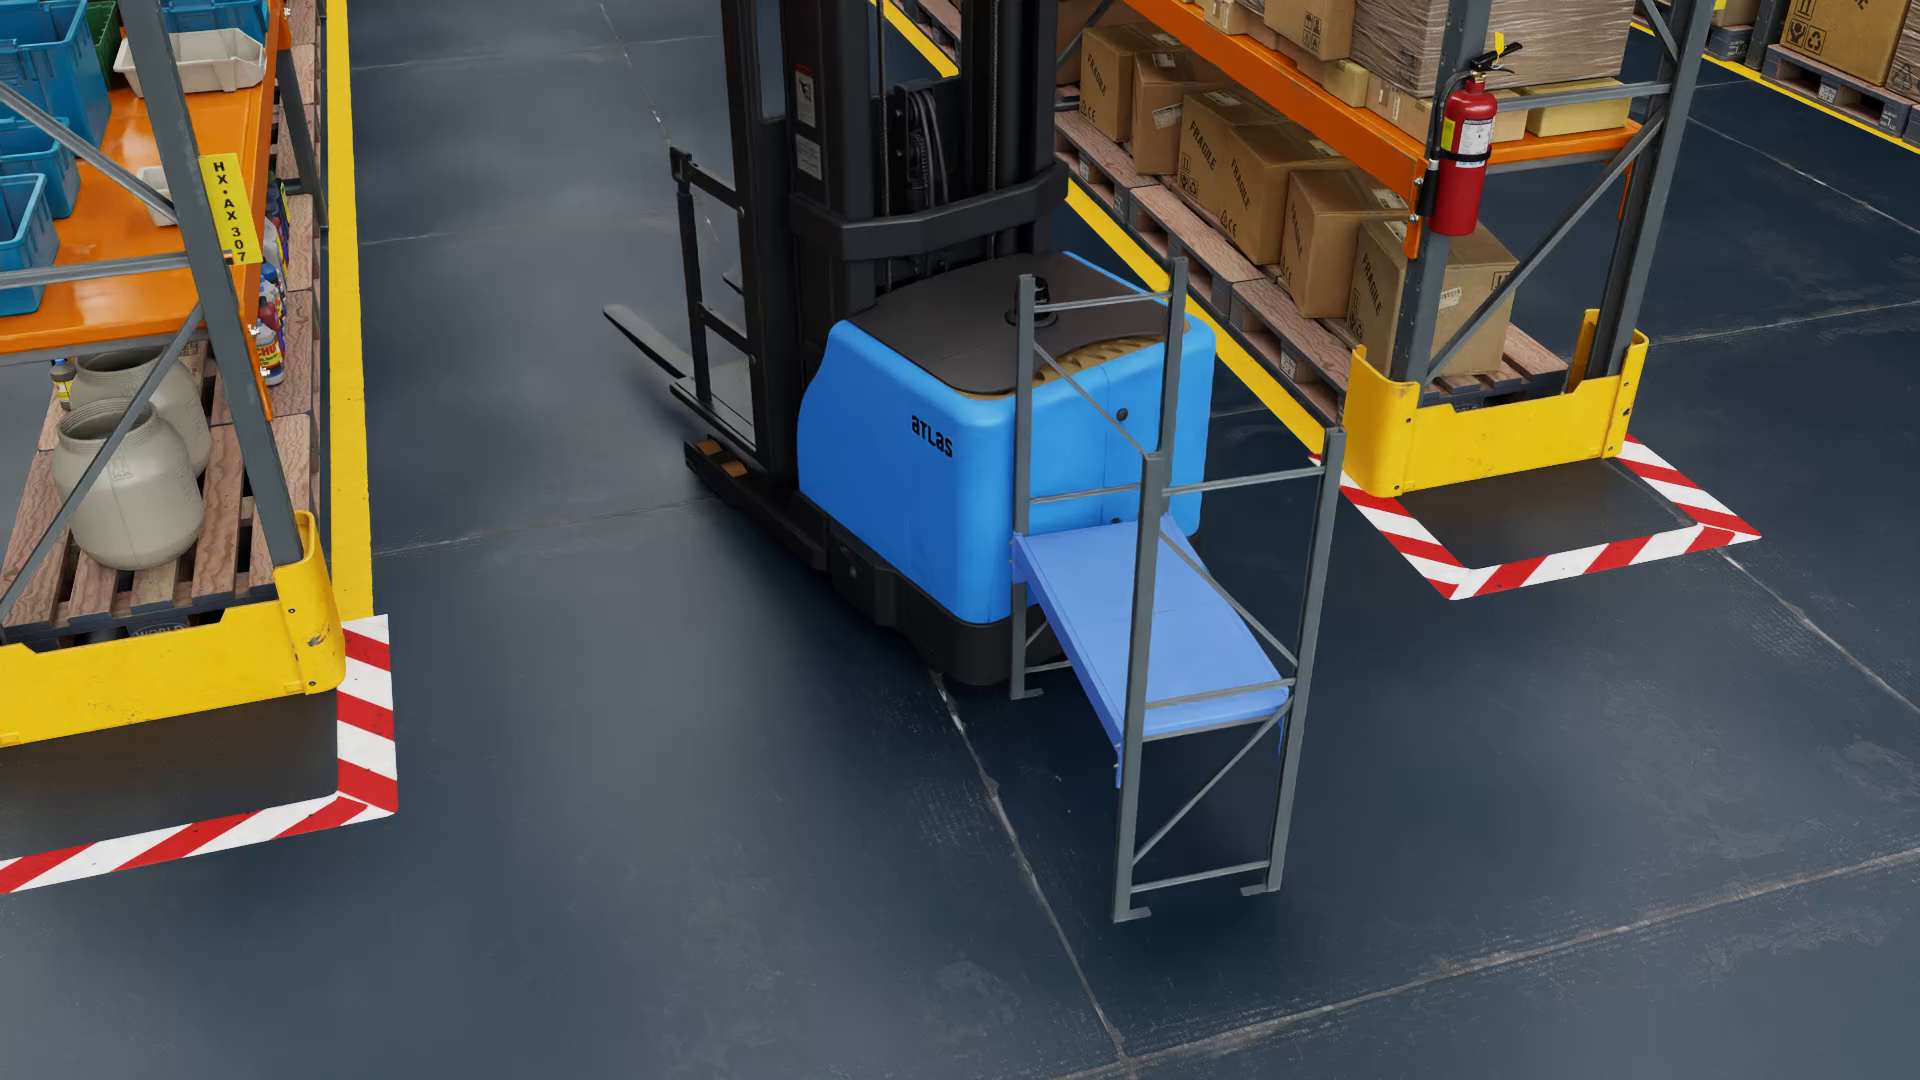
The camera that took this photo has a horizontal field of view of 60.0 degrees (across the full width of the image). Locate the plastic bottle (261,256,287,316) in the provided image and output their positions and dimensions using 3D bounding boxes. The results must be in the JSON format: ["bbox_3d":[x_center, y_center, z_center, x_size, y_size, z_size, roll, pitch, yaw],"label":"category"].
[{"bbox_3d":[-3.031,-1.112,7.287,0.097,0.271,0.097,0,33,0],"label":"plastic bottle"}]

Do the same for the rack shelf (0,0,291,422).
[{"bbox_3d":[-3.188,-1.473,6.411,1.077,0.370,4.000,-10,35,-15],"label":"rack shelf"}]

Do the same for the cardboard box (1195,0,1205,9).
[{"bbox_3d":[1.288,-2.479,7.509,0.380,0.149,0.250,-10,35,-15],"label":"cardboard box"}]

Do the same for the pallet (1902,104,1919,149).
[{"bbox_3d":[6.206,-2.220,9.418,1.003,0.211,1.213,-10,35,-15],"label":"pallet"}]

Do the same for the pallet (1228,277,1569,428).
[{"bbox_3d":[1.901,-0.865,7.368,1.003,0.211,1.213,-10,35,-15],"label":"pallet"}]

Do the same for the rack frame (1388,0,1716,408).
[{"bbox_3d":[2.139,-1.556,5.884,1.000,3.000,0.127,-10,35,-15],"label":"rack frame"}]

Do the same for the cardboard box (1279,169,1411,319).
[{"bbox_3d":[1.749,-1.327,7.424,0.500,0.500,0.500,-1,33,-2],"label":"cardboard box"}]

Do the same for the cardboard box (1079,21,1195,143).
[{"bbox_3d":[1.003,-2.572,9.307,0.500,0.500,0.500,-11,35,-16],"label":"cardboard box"}]

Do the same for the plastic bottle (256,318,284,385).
[{"bbox_3d":[-2.834,-0.773,6.774,0.097,0.271,0.097,0,33,0],"label":"plastic bottle"}]

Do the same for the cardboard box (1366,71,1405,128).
[{"bbox_3d":[1.780,-1.697,6.326,0.380,0.149,0.250,-10,35,-15],"label":"cardboard box"}]

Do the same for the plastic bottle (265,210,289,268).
[{"bbox_3d":[-3.179,-1.405,7.720,0.061,0.283,0.133,-8,34,-12],"label":"plastic bottle"}]

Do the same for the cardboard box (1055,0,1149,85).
[{"bbox_3d":[0.752,-3.123,10.123,0.700,0.500,0.500,-13,36,-18],"label":"cardboard box"}]

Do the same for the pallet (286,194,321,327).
[{"bbox_3d":[-3.633,-1.300,8.026,1.003,0.211,1.213,-10,35,-15],"label":"pallet"}]

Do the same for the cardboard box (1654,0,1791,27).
[{"bbox_3d":[5.398,-3.985,11.219,1.050,0.750,0.750,-10,35,-15],"label":"cardboard box"}]

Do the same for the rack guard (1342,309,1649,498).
[{"bbox_3d":[2.116,-0.553,6.633,1.175,0.500,0.348,-10,35,-15],"label":"rack guard"}]

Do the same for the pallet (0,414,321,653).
[{"bbox_3d":[-2.889,-0.019,6.087,1.003,0.211,1.213,-10,35,-15],"label":"pallet"}]

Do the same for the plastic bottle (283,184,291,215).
[{"bbox_3d":[-3.391,-1.701,8.243,0.097,0.201,0.097,0,33,0],"label":"plastic bottle"}]

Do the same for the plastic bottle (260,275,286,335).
[{"bbox_3d":[-2.969,-1.005,7.126,0.097,0.271,0.097,0,33,0],"label":"plastic bottle"}]

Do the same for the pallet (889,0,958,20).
[{"bbox_3d":[-0.065,-4.182,12.388,1.003,0.211,1.213,-10,35,-15],"label":"pallet"}]

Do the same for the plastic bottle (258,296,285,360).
[{"bbox_3d":[-2.886,-0.900,6.955,0.061,0.283,0.133,-9,35,-14],"label":"plastic bottle"}]

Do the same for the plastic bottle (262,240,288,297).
[{"bbox_3d":[-3.124,-1.224,7.454,0.152,0.276,0.135,-9,35,-14],"label":"plastic bottle"}]

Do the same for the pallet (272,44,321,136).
[{"bbox_3d":[-4.451,-2.707,10.156,1.003,0.211,1.213,-10,35,-15],"label":"pallet"}]

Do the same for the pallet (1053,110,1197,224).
[{"bbox_3d":[1.157,-2.146,9.306,1.003,0.211,1.213,-10,35,-15],"label":"pallet"}]

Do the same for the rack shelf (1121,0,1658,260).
[{"bbox_3d":[1.529,-2.306,7.671,1.077,0.370,4.000,-10,35,-15],"label":"rack shelf"}]

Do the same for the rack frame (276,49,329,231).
[{"bbox_3d":[-3.798,-2.823,7.802,1.000,3.000,0.127,-10,35,-15],"label":"rack frame"}]

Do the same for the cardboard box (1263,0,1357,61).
[{"bbox_3d":[1.730,-2.258,6.585,0.875,0.500,0.500,-10,35,-15],"label":"cardboard box"}]

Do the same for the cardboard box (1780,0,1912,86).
[{"bbox_3d":[5.798,-3.384,10.197,0.875,0.875,0.875,-9,35,-14],"label":"cardboard box"}]

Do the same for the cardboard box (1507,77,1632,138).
[{"bbox_3d":[2.279,-1.641,6.240,0.380,0.149,0.250,-10,35,-15],"label":"cardboard box"}]

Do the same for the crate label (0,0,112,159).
[{"bbox_3d":[-3.397,-1.659,6.007,0.502,0.435,0.616,-10,35,-15],"label":"crate label"}]

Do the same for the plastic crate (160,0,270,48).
[{"bbox_3d":[-3.202,-2.226,7.032,0.499,0.251,0.616,-10,35,-15],"label":"plastic crate"}]

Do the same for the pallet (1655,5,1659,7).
[{"bbox_3d":[4.990,-4.308,12.578,1.003,0.211,1.213,-10,35,-15],"label":"pallet"}]

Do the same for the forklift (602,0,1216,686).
[{"bbox_3d":[-0.431,-1.509,5.875,1.130,2.935,3.031,-22,39,-30],"label":"forklift"}]

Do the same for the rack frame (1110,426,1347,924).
[{"bbox_3d":[0.667,0.400,4.285,0.500,1.500,0.032,-8,34,-12],"label":"rack frame"}]

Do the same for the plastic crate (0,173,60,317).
[{"bbox_3d":[-3.016,-0.874,4.986,0.499,0.251,0.616,-10,35,-15],"label":"plastic crate"}]

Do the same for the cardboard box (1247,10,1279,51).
[{"bbox_3d":[1.458,-2.220,7.116,0.380,0.149,0.250,-10,35,-15],"label":"cardboard box"}]

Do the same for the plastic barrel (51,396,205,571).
[{"bbox_3d":[-2.852,-0.193,5.697,0.421,0.512,0.421,0,33,0],"label":"plastic barrel"}]

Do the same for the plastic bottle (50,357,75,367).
[{"bbox_3d":[-3.609,-0.722,6.687,0.061,0.283,0.133,-9,35,-14],"label":"plastic bottle"}]

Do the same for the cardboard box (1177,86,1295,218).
[{"bbox_3d":[1.449,-1.960,8.381,0.500,0.500,0.500,-13,36,-19],"label":"cardboard box"}]

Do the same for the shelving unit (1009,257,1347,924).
[{"bbox_3d":[0.537,0.129,4.695,0.538,1.500,1.048,-8,34,-12],"label":"shelving unit"}]

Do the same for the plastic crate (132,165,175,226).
[{"bbox_3d":[-2.545,-1.137,5.489,0.298,0.136,0.250,-10,35,-15],"label":"plastic crate"}]

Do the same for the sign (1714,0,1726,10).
[{"bbox_3d":[2.655,-2.009,5.783,0.100,0.325,0.005,-10,35,-15],"label":"sign"}]

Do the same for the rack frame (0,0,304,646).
[{"bbox_3d":[-2.578,-0.723,4.623,1.000,3.000,0.127,-10,35,-15],"label":"rack frame"}]

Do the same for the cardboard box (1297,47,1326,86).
[{"bbox_3d":[1.593,-1.954,6.714,0.380,0.149,0.250,-10,35,-15],"label":"cardboard box"}]

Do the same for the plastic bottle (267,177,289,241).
[{"bbox_3d":[-3.327,-1.612,7.972,0.144,0.351,0.185,-11,35,-16],"label":"plastic bottle"}]
